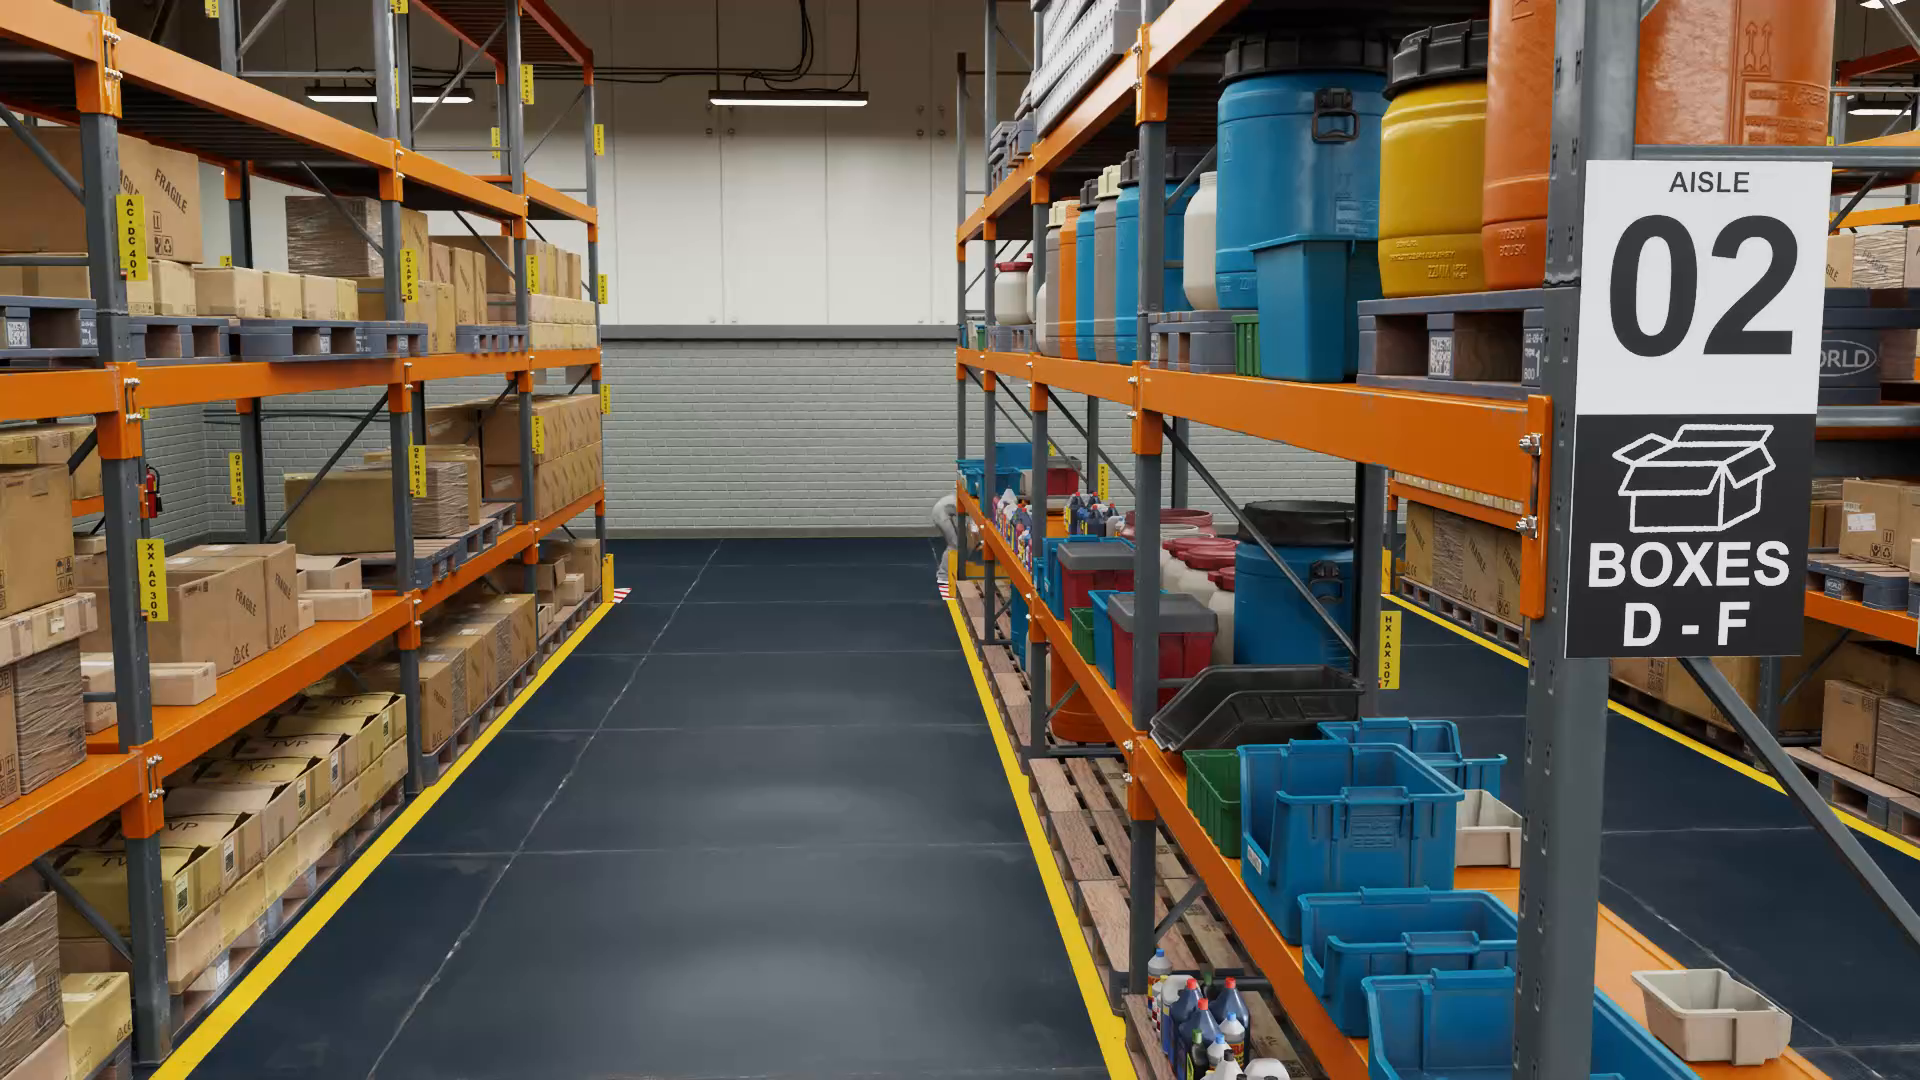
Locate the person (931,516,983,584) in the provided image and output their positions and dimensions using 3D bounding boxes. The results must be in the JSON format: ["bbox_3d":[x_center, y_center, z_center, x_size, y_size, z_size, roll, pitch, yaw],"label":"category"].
[{"bbox_3d":[0.069,-0.072,19.848,0.821,1.186,0.382,0,7,1],"label":"person"}]
